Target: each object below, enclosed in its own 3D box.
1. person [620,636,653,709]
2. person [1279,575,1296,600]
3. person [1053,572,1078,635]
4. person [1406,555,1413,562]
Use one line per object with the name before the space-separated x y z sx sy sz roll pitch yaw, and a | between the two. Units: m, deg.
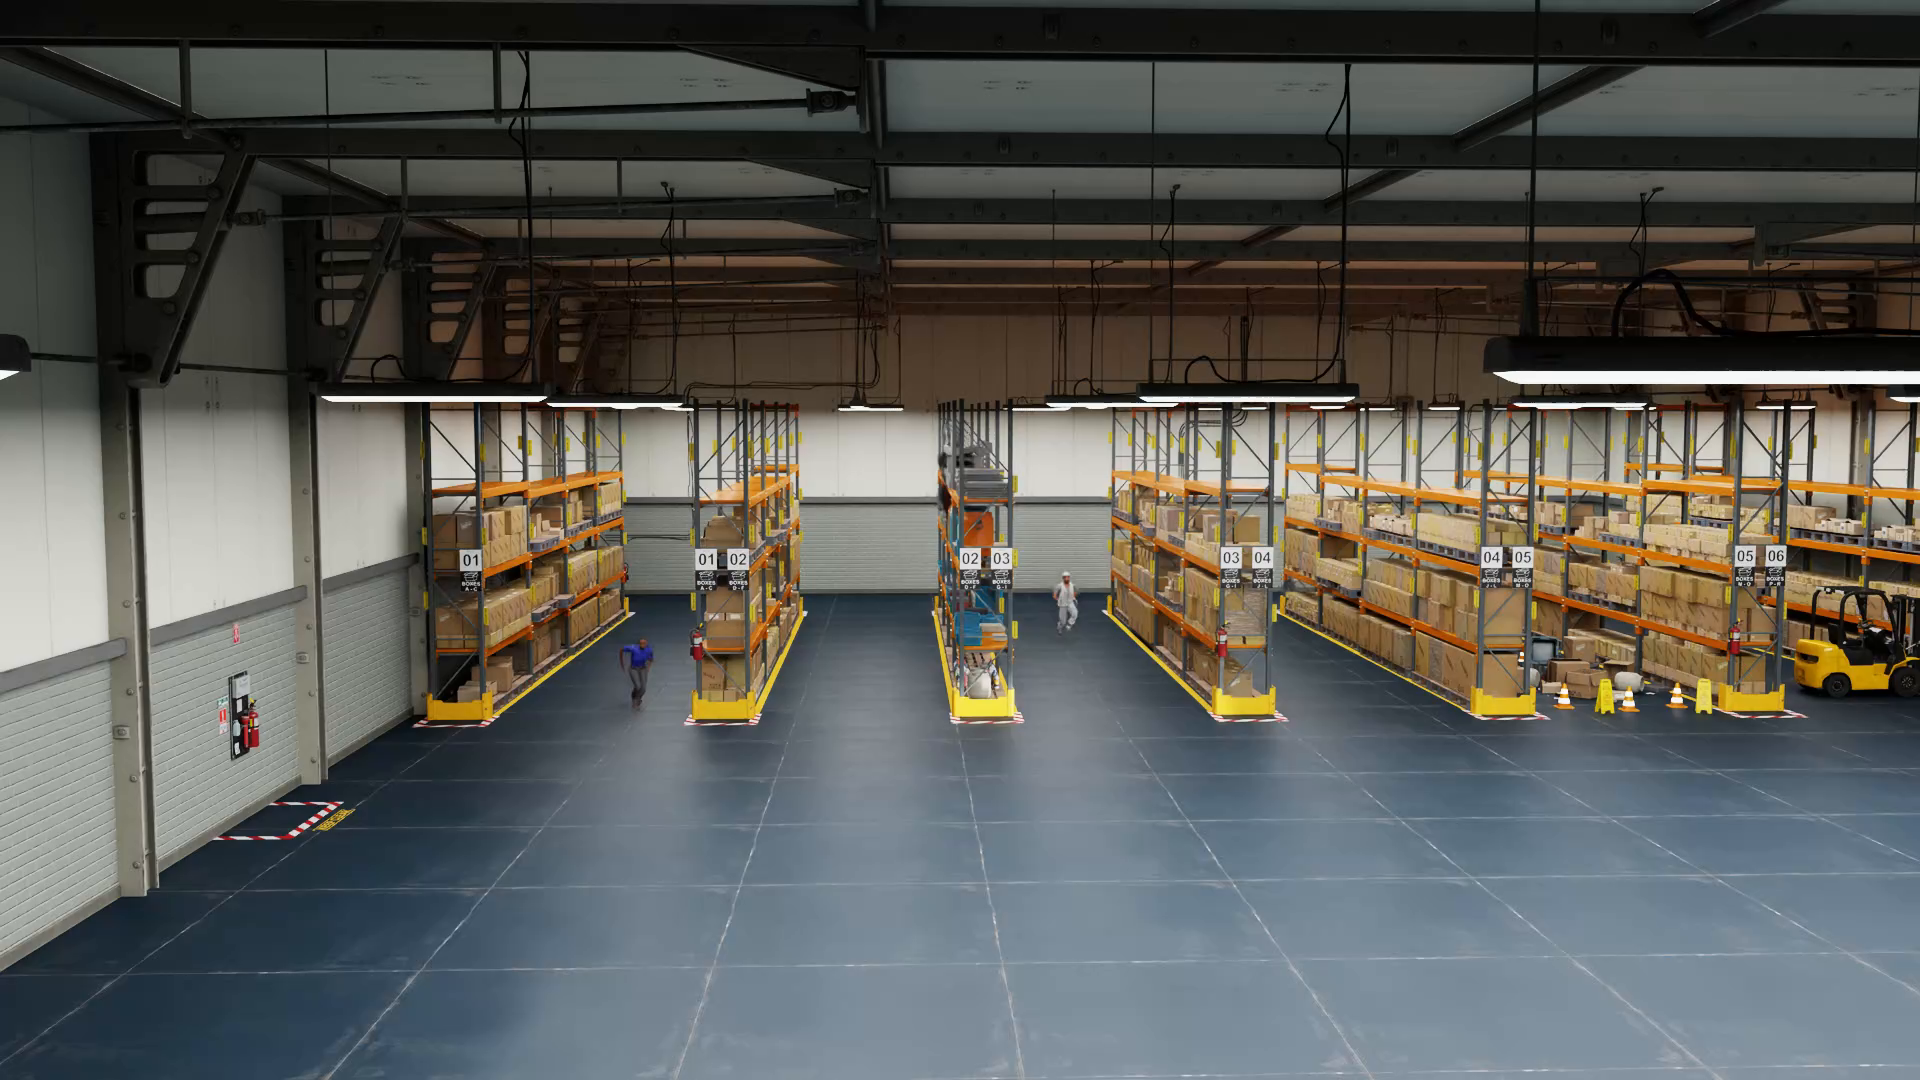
person | -6.214 2.555 31.968 0.602 1.486 0.857 -2 5 -29
person | 9.734 1.179 49.066 0.621 1.668 0.645 2 5 22
person | 2.673 1.610 41.667 0.657 1.629 0.871 -1 4 -14
person | 13.276 1.118 49.014 0.759 1.724 0.728 0 4 -1
